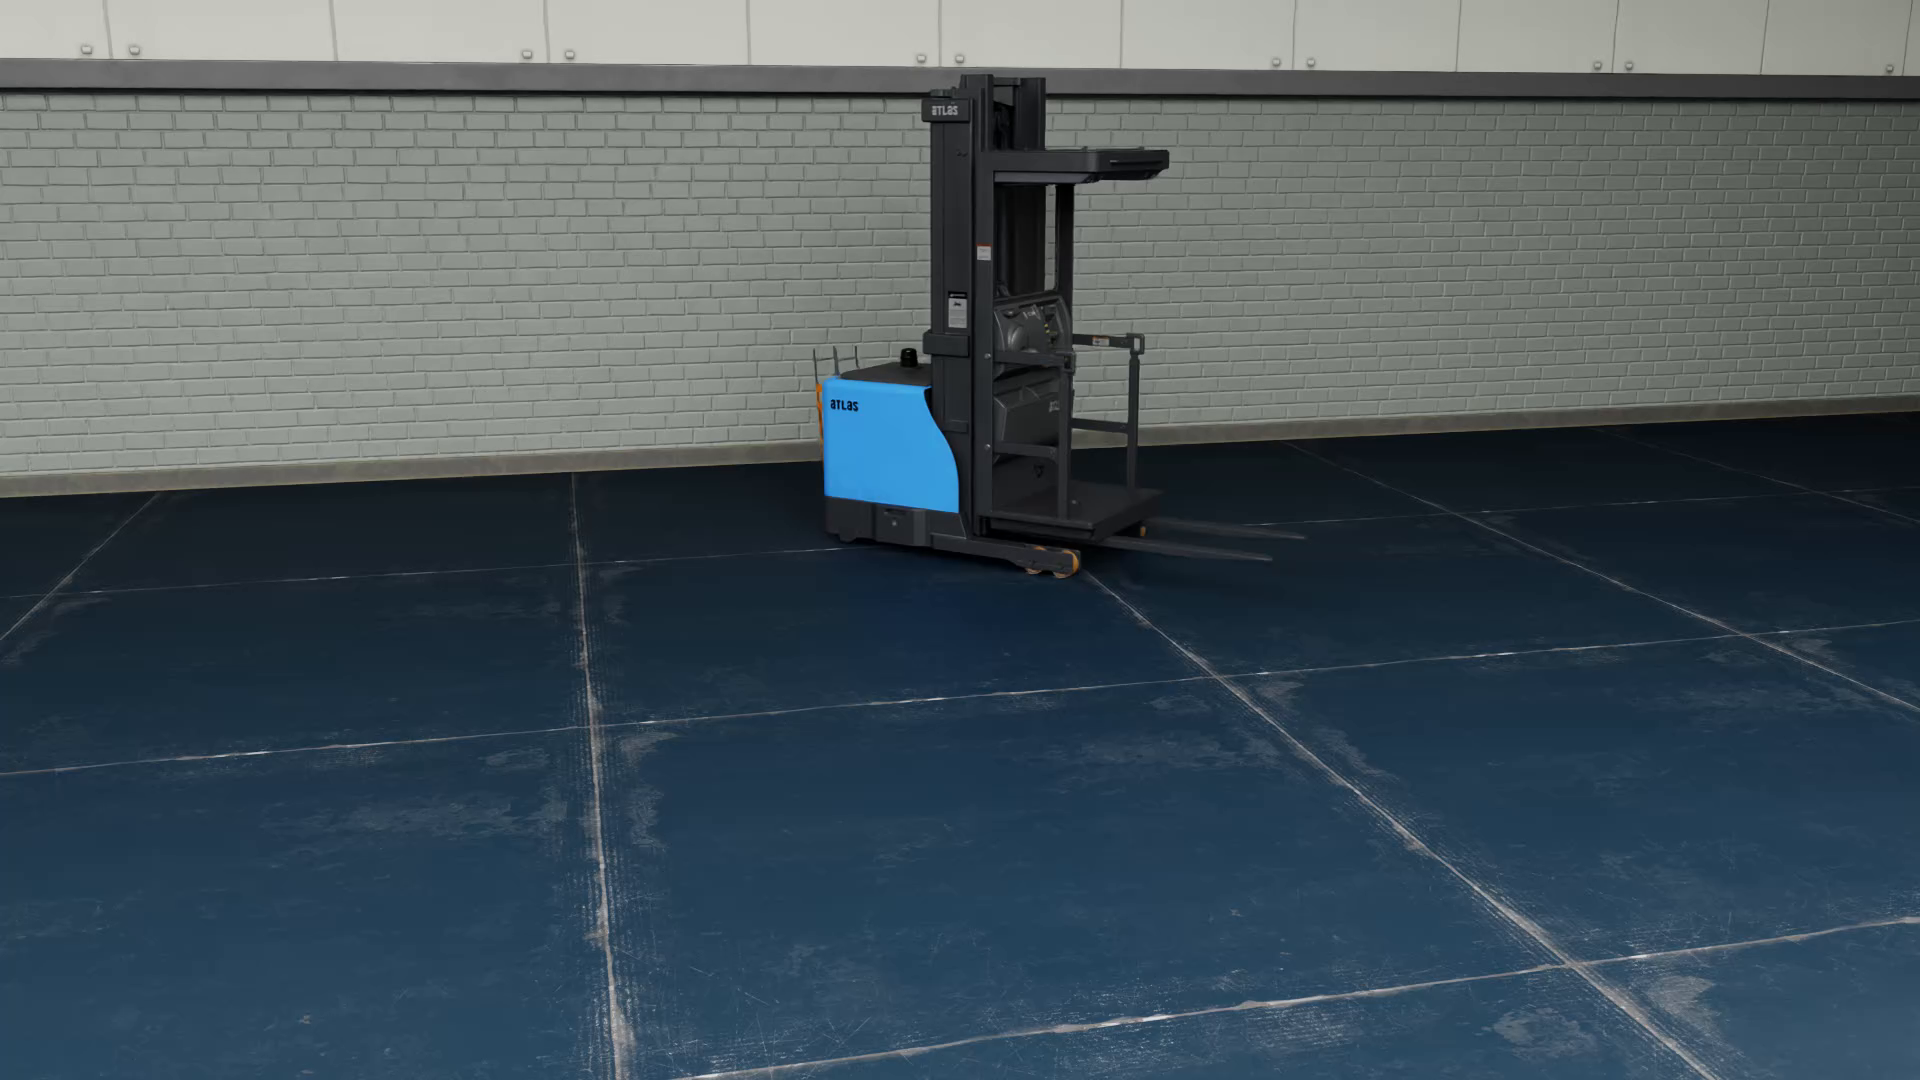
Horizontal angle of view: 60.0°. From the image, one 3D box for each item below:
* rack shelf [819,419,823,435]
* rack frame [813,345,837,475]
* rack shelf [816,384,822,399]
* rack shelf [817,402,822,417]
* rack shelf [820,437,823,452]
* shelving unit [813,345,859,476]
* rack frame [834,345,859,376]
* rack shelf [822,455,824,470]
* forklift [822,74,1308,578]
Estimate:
[{"bbox_3d":[-0.804,-0.781,11.252,0.180,0.103,0.258,4,13,33],"label":"rack shelf"},{"bbox_3d":[-0.875,-0.711,11.317,0.006,1.200,0.240,4,13,33],"label":"rack frame"},{"bbox_3d":[-0.820,-1.016,11.206,0.180,0.103,0.258,4,13,33],"label":"rack shelf"},{"bbox_3d":[-0.812,-0.898,11.229,0.180,0.103,0.258,4,13,33],"label":"rack shelf"},{"bbox_3d":[-0.796,-0.663,11.275,0.180,0.103,0.258,4,13,33],"label":"rack shelf"},{"bbox_3d":[-0.799,-0.707,11.267,0.189,1.200,0.258,4,13,33],"label":"shelving unit"},{"bbox_3d":[-0.723,-0.702,11.216,0.006,1.200,0.240,4,13,33],"label":"rack frame"},{"bbox_3d":[-0.788,-0.546,11.298,0.180,0.103,0.258,4,13,33],"label":"rack shelf"},{"bbox_3d":[0.634,-1.339,10.232,3.031,2.935,1.130,8,16,29],"label":"forklift"}]
